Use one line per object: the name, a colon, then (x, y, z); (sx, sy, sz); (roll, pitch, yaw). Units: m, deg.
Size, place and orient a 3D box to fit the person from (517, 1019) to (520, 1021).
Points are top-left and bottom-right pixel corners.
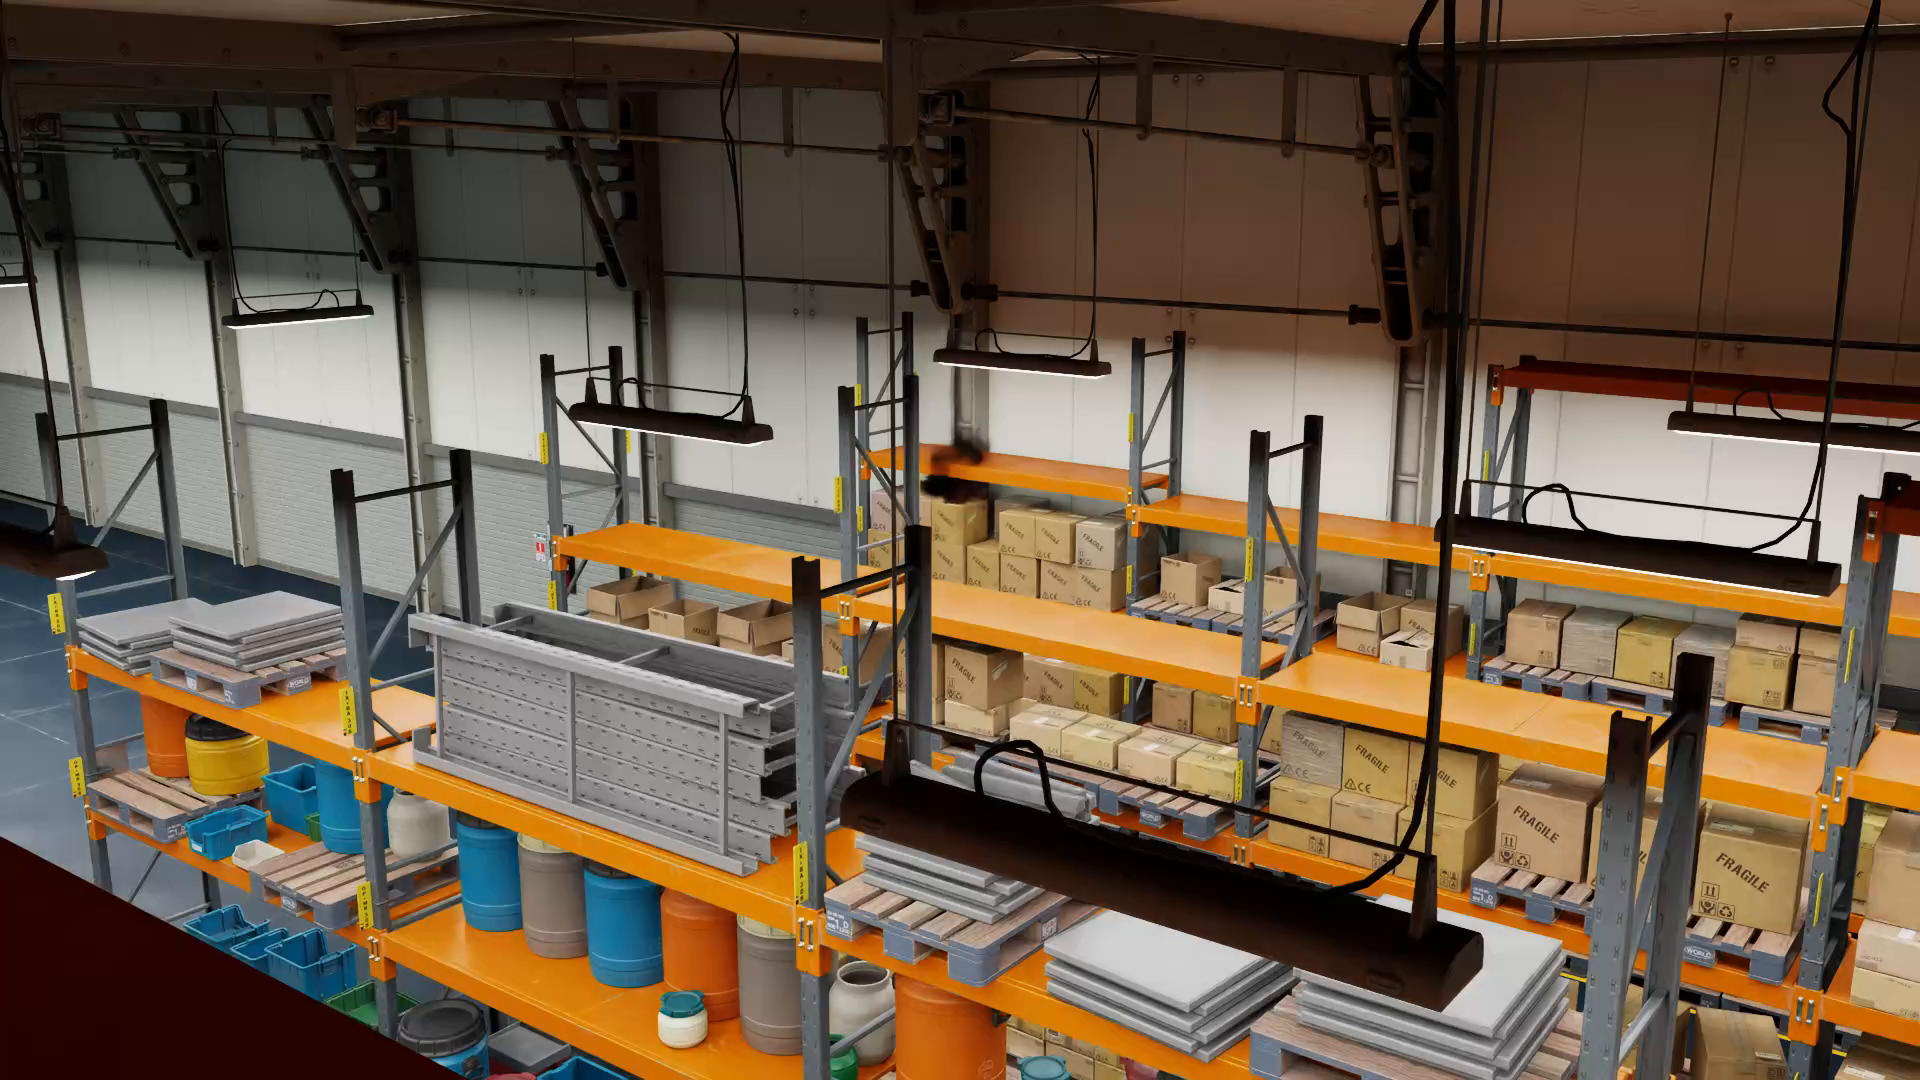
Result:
person: (-3.975, 3.793, 15.025); (0.653, 1.734, 0.704); (6, 14, 23)
